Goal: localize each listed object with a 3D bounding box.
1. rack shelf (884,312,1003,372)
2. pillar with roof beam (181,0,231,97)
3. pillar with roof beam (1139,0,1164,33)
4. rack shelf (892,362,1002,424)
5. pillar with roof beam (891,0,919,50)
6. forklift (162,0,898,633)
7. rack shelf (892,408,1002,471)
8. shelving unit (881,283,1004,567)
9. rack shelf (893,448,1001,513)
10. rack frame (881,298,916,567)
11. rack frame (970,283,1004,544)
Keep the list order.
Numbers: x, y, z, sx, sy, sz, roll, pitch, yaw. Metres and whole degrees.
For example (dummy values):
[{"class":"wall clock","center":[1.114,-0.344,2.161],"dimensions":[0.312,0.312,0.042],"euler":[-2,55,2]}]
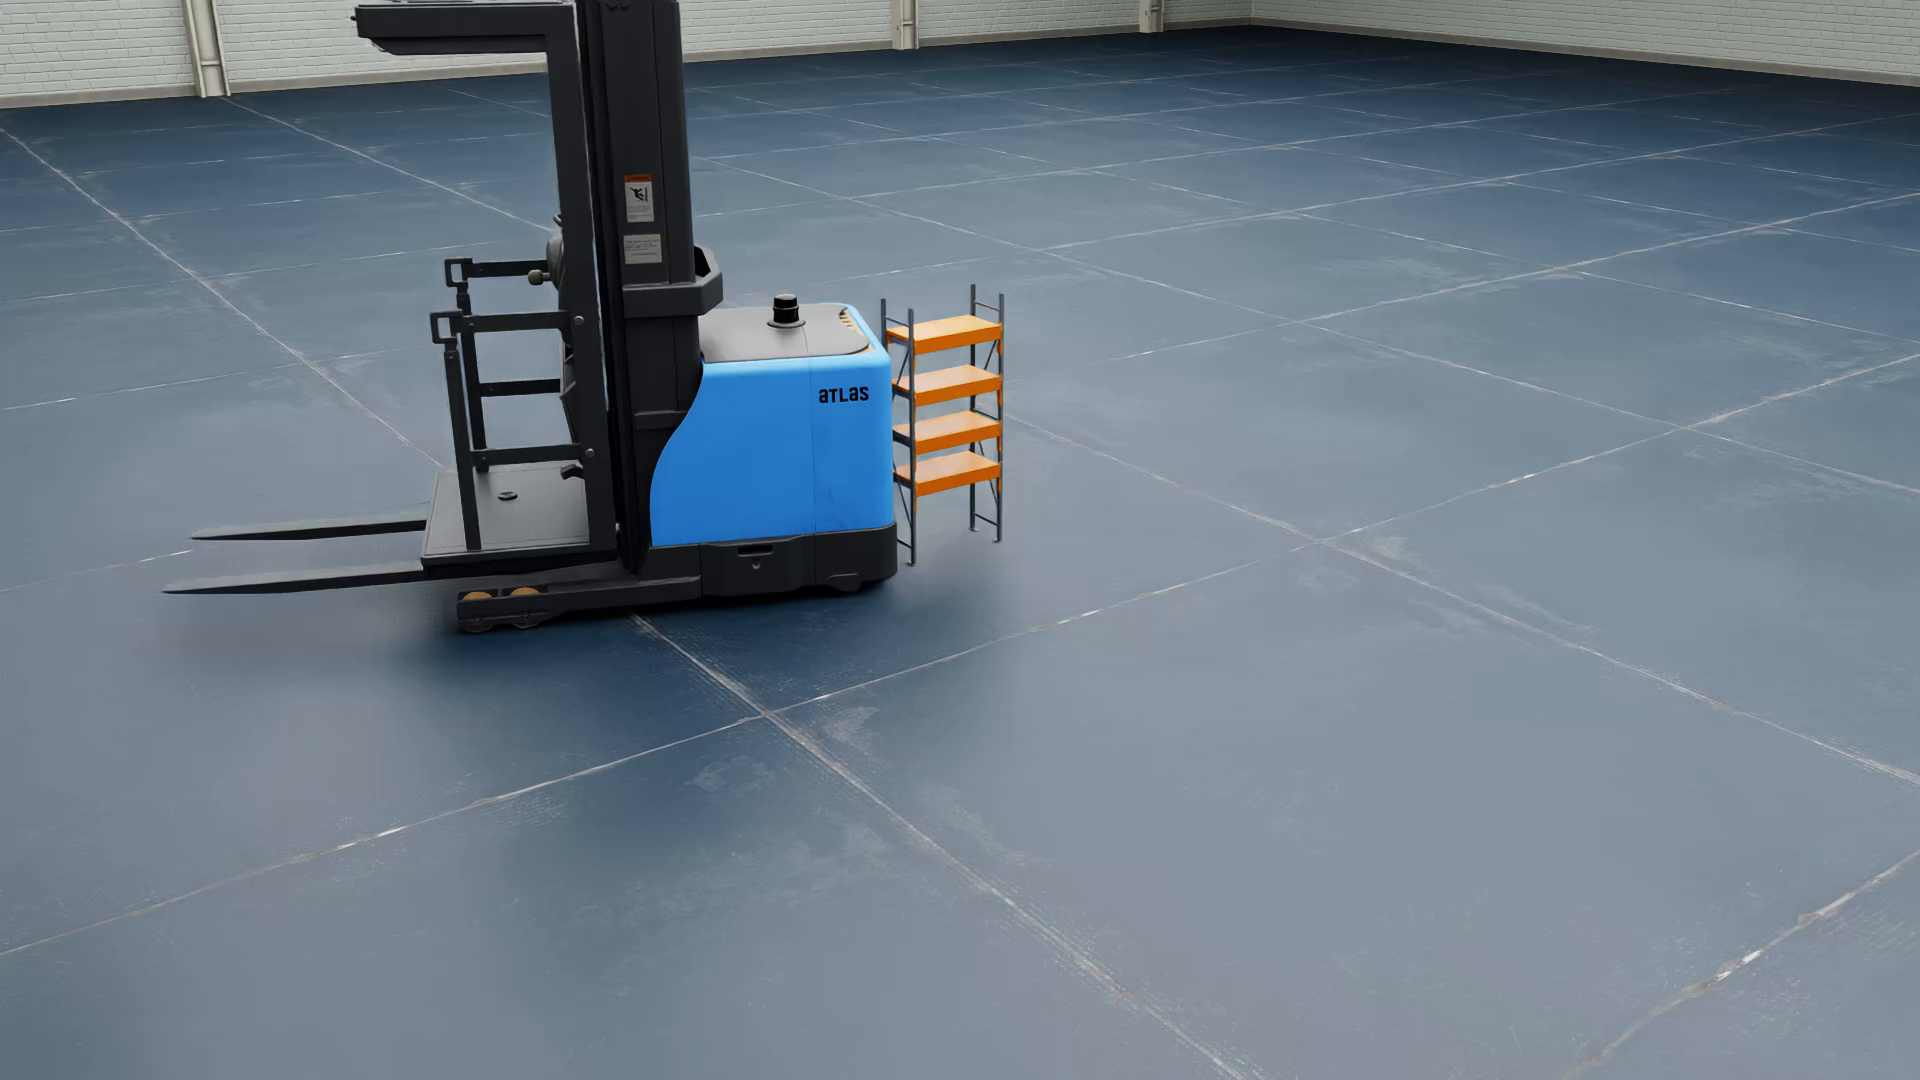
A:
[{"class":"rack shelf","center":[-0.076,-0.891,7.450],"dimensions":[0.480,0.148,0.258],"euler":[-15,26,-33]},{"class":"pillar with roof beam","center":[-8.231,-9.289,19.033],"dimensions":[0.400,9.000,9.100],"euler":[-15,26,-33]},{"class":"pillar with roof beam","center":[6.381,-13.185,28.797],"dimensions":[0.400,9.000,9.100],"euler":[-15,26,-33]},{"class":"rack shelf","center":[-0.076,-0.671,7.537],"dimensions":[0.480,0.148,0.258],"euler":[-15,26,-33]},{"class":"pillar with roof beam","center":[1.510,-11.886,25.542],"dimensions":[0.400,9.000,9.100],"euler":[-15,26,-33]},{"class":"forklift","center":[-1.849,-1.191,6.926],"dimensions":[3.031,2.935,1.130],"euler":[-5,22,-12]},{"class":"rack shelf","center":[-0.076,-0.463,7.620],"dimensions":[0.480,0.148,0.258],"euler":[-15,26,-33]},{"class":"shelving unit","center":[-0.076,-0.526,7.595],"dimensions":[0.503,1.200,0.258],"euler":[-15,26,-33]},{"class":"rack shelf","center":[-0.076,-0.279,7.694],"dimensions":[0.480,0.148,0.258],"euler":[-15,26,-33]},{"class":"rack frame","center":[-0.275,-0.473,7.464],"dimensions":[0.015,1.200,0.240],"euler":[-15,26,-33]},{"class":"rack frame","center":[0.123,-0.578,7.727],"dimensions":[0.015,1.200,0.240],"euler":[-15,26,-33]}]
